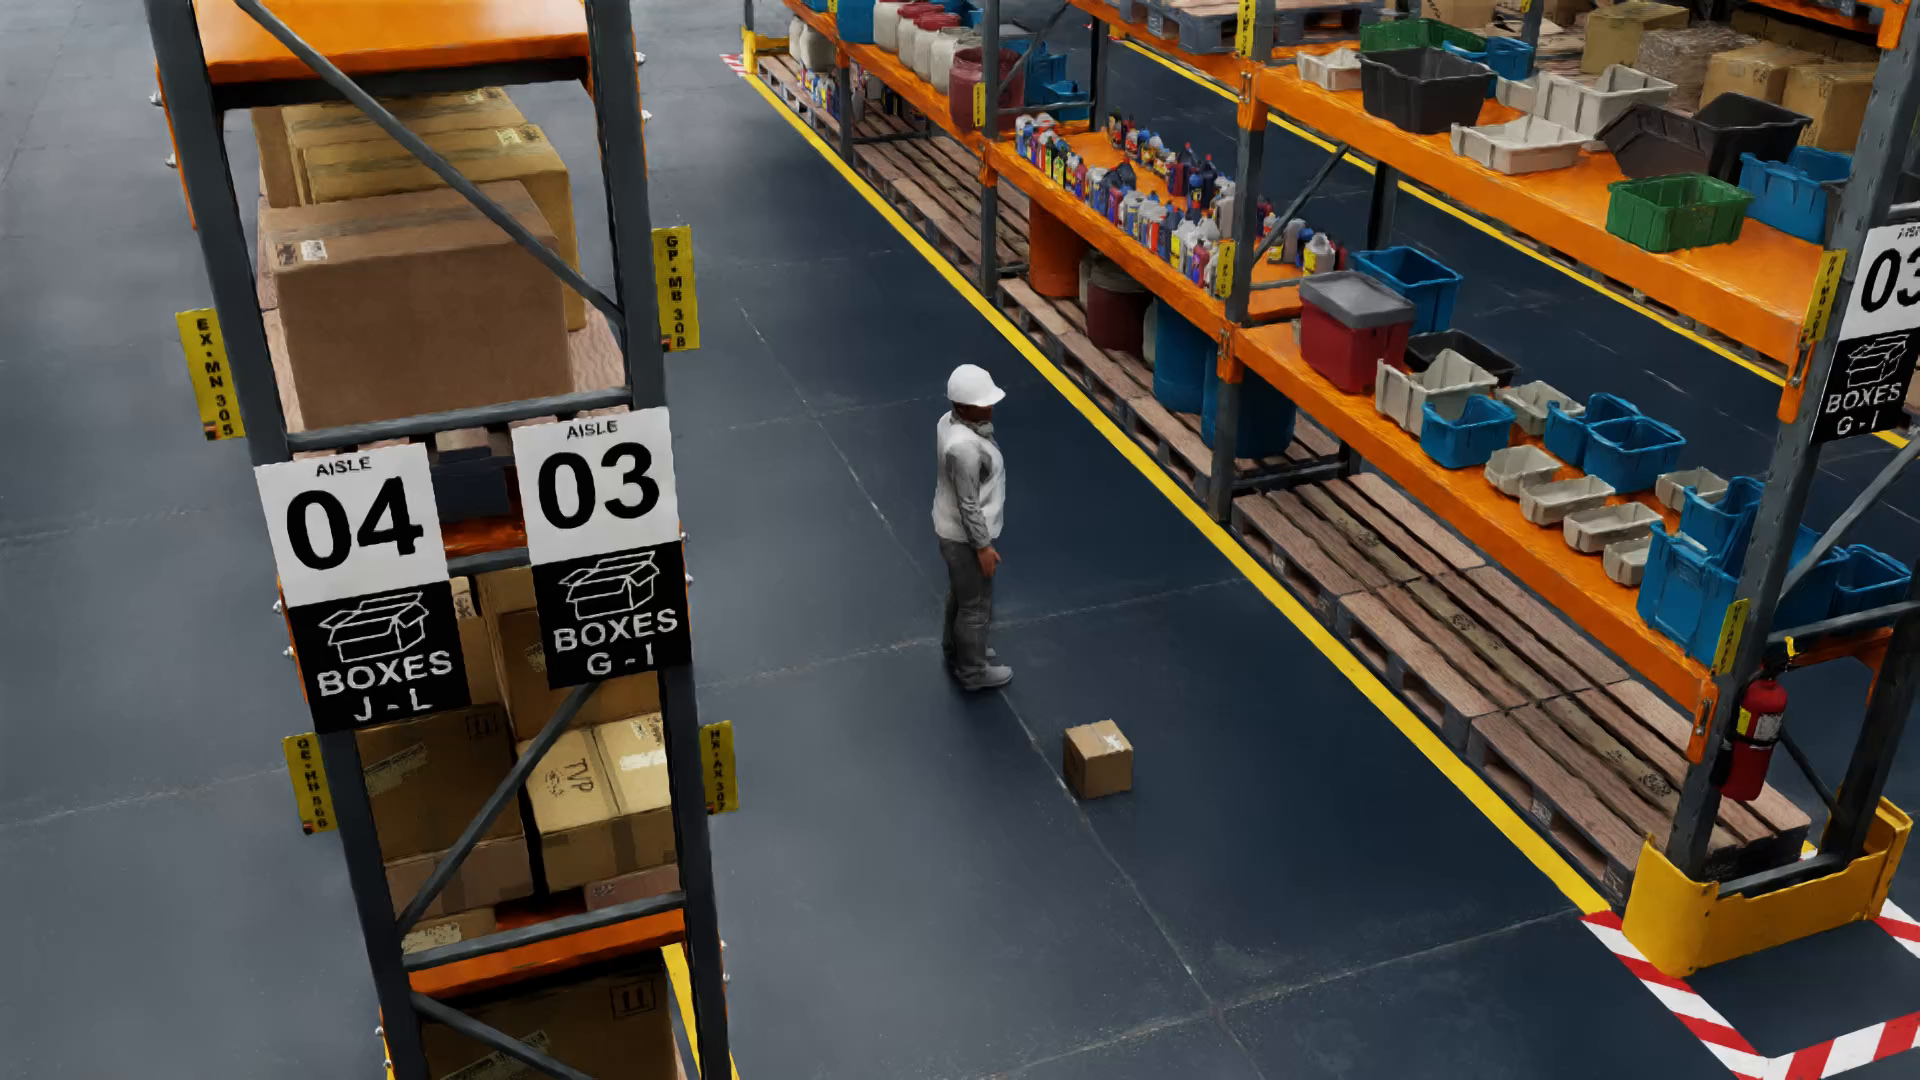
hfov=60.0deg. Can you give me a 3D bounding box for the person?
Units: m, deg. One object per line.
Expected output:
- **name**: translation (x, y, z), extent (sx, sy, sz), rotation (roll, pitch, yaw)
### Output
- **person**: translation (0.073, -0.050, 8.397), extent (0.415, 1.818, 0.587), rotation (-2, 30, -4)
